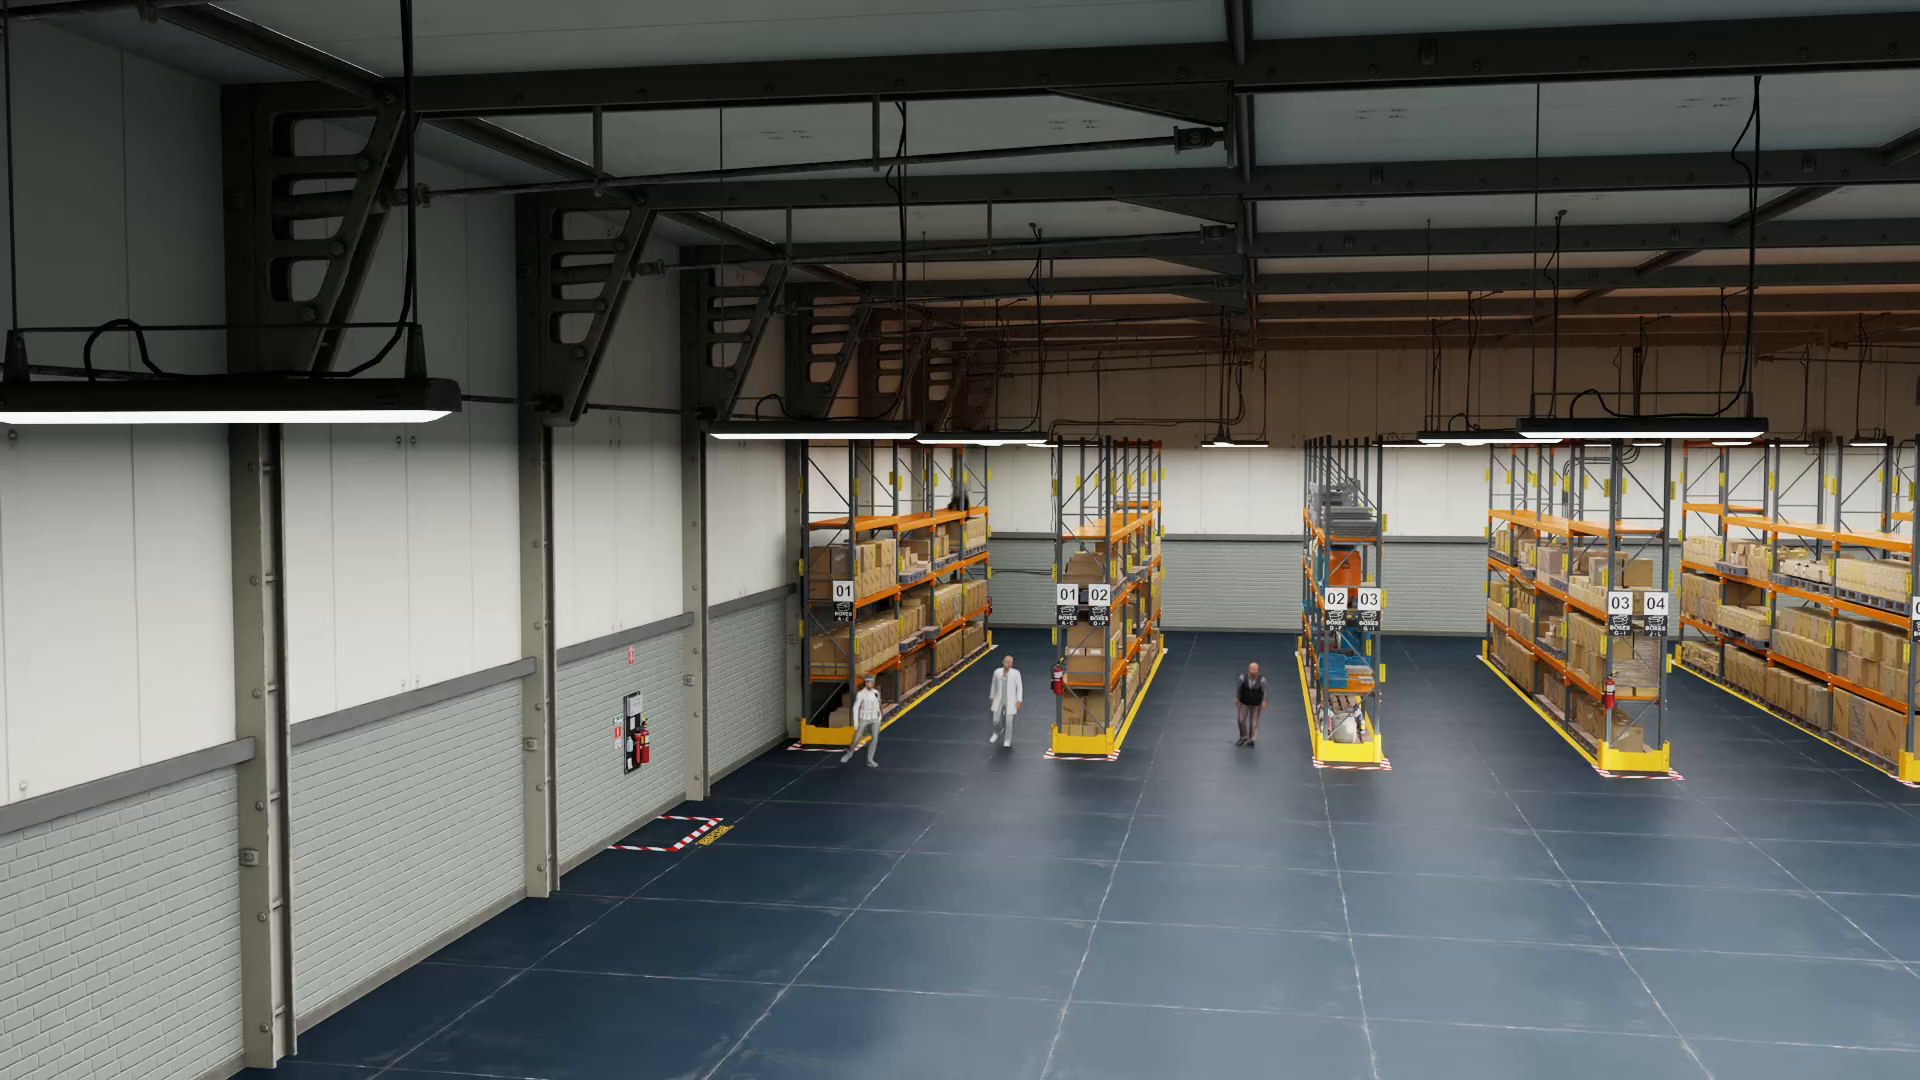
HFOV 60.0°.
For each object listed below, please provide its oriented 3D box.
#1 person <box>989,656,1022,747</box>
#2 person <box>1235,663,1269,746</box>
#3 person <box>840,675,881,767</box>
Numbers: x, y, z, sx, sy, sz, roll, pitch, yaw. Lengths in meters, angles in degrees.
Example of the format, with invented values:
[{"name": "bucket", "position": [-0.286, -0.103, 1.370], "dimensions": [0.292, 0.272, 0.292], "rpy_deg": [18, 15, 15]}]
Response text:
[{"name": "person", "position": [0.879, 3.094, 31.964], "dimensions": [0.665, 1.756, 0.581], "rpy_deg": [0, 3, 9]}, {"name": "person", "position": [5.613, 3.156, 31.987], "dimensions": [0.655, 1.646, 0.737], "rpy_deg": [1, 3, 10]}, {"name": "person", "position": [-1.781, 3.266, 30.146], "dimensions": [0.694, 1.672, 0.583], "rpy_deg": [-2, 4, -29]}]
